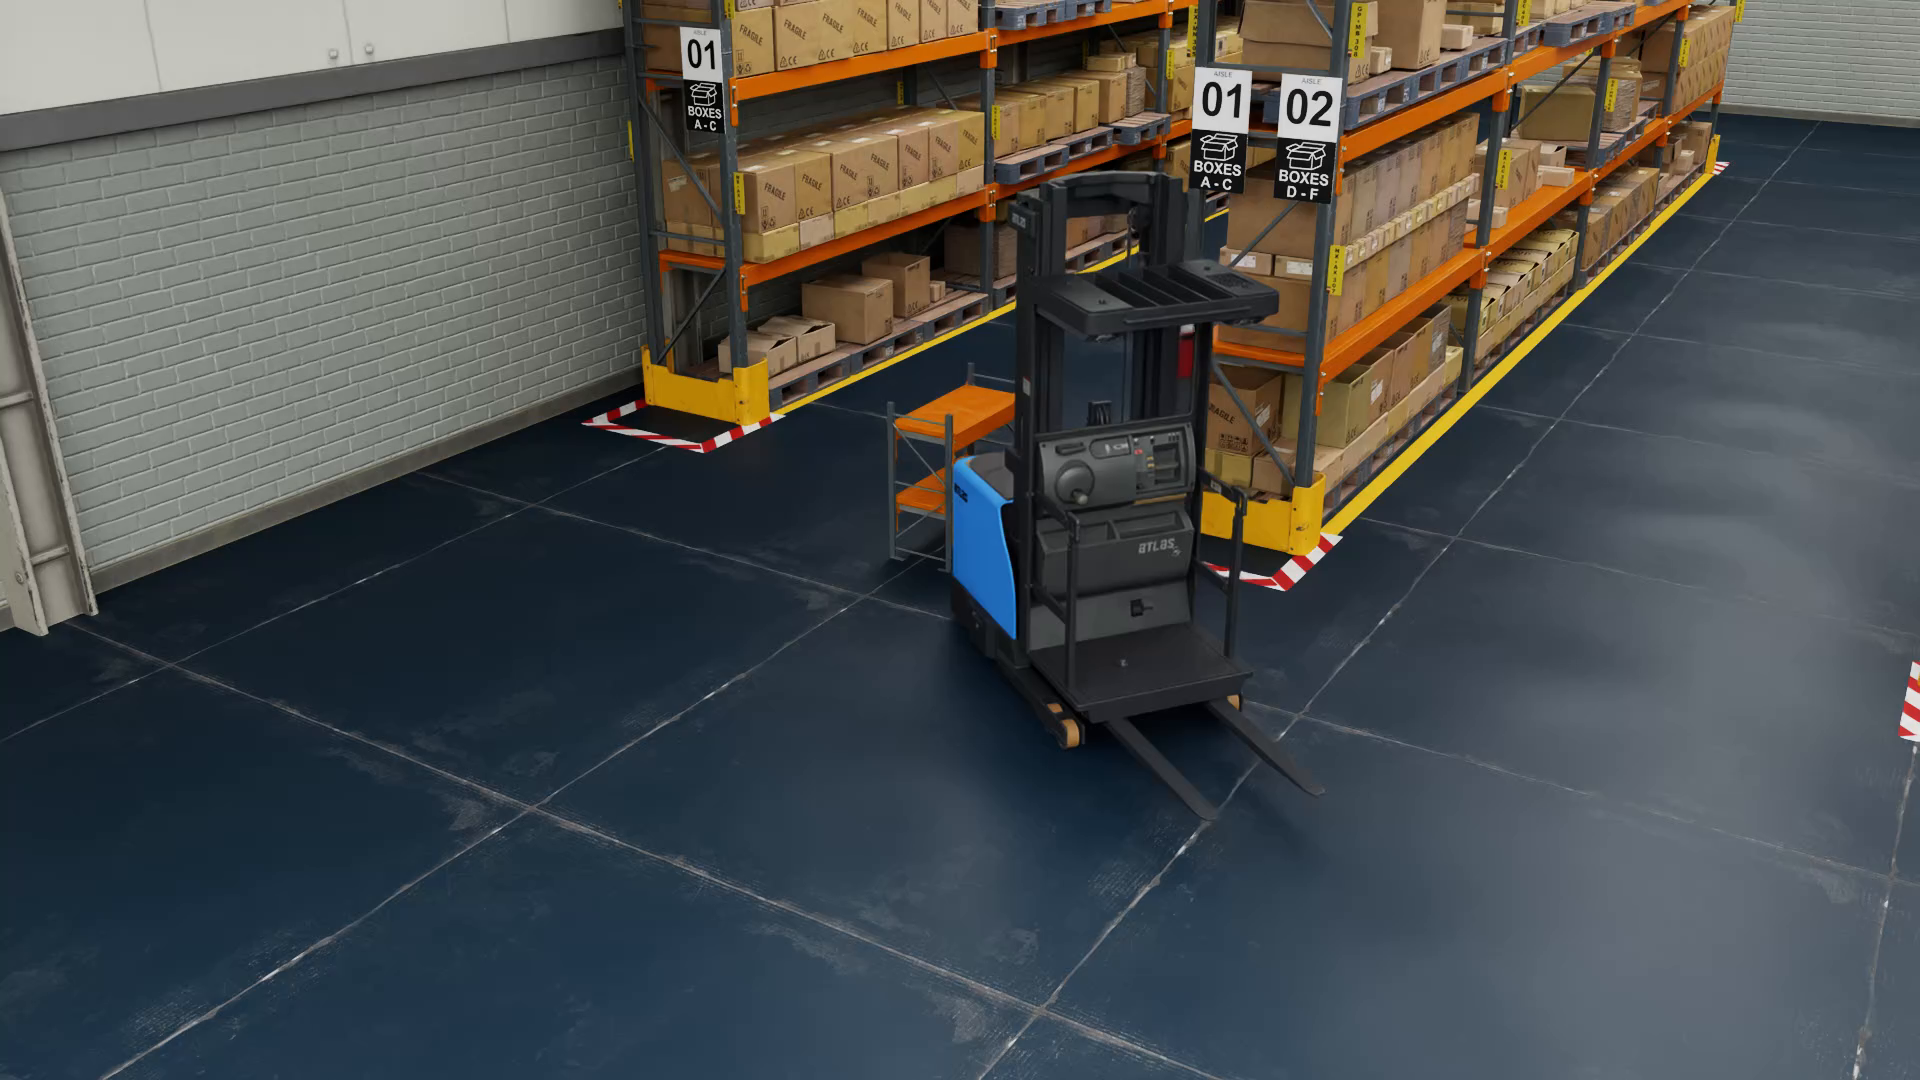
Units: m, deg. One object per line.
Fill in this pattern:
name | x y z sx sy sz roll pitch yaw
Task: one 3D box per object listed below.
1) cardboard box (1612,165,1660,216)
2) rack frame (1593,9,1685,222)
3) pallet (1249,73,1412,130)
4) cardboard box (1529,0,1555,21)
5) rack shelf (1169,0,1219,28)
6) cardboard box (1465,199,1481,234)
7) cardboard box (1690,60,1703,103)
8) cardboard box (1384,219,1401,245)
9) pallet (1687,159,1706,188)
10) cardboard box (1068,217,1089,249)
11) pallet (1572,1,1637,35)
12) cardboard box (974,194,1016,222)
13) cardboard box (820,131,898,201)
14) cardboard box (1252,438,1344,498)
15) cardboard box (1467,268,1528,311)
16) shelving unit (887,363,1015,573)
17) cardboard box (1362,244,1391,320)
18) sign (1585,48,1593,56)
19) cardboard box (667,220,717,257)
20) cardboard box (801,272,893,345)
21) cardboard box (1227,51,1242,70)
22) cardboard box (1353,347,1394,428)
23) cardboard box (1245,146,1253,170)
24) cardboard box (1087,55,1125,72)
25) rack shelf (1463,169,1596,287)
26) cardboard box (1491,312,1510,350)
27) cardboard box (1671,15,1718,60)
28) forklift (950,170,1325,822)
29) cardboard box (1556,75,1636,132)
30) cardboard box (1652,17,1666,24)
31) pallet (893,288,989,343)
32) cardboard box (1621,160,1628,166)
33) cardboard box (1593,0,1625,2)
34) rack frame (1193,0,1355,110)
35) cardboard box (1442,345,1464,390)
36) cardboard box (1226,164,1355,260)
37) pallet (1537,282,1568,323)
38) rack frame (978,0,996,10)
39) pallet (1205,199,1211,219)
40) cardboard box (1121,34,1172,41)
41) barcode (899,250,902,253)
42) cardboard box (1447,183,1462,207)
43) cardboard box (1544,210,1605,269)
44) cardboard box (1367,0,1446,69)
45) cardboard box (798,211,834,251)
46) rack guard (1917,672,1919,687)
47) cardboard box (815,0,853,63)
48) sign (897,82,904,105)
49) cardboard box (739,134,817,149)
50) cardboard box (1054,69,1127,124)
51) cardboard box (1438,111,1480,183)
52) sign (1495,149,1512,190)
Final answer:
cardboard box | 8.298 -4.324 20.555 0.500 0.500 0.500 14 27 29
rack frame | 8.315 -5.496 20.669 1.000 3.000 0.127 14 27 29
pallet | 2.380 -3.015 11.274 1.003 0.211 1.213 14 27 29
cardboard box | 5.155 -4.928 15.243 0.500 0.250 0.500 11 26 25
rack shelf | 3.049 -6.904 21.052 1.077 0.370 4.000 14 27 29
cardboard box | 4.317 -2.902 14.867 0.500 0.250 0.500 16 28 32
cardboard box | 9.348 -5.998 21.704 0.500 0.500 0.500 14 27 29
cardboard box | 3.052 -2.311 12.371 0.380 0.149 0.250 13 27 28
pallet | 9.965 -5.271 23.660 1.003 0.211 1.213 14 27 29
cardboard box | 1.050 -3.660 19.022 0.700 0.500 0.500 14 27 29
pallet | 5.923 -5.188 16.420 1.213 0.211 1.003 15 28 31
cardboard box | 0.488 -3.632 18.014 0.500 0.250 0.500 13 27 28
cardboard box | -0.909 -3.379 15.000 0.500 0.500 0.500 15 27 31
cardboard box | 2.457 -0.511 12.086 0.500 0.250 0.500 14 27 29
cardboard box | 5.065 -2.414 15.777 0.500 0.311 0.500 13 27 27
shelving unit | 0.004 -0.518 11.532 0.538 1.125 1.048 14 27 29
cardboard box | 2.782 -1.991 12.447 0.700 0.500 0.500 14 27 29
sign | 7.850 -6.004 20.754 0.100 0.325 0.005 14 27 29
cardboard box | -2.144 -2.621 14.192 0.500 0.250 0.500 14 27 30
cardboard box | -1.054 -2.181 15.605 0.700 0.500 0.500 12 26 26
cardboard box | 3.283 -6.004 21.317 0.500 0.500 0.500 15 27 30
cardboard box | 2.972 -1.195 12.724 0.500 0.500 0.500 14 27 29
cardboard box | 3.406 -5.191 22.143 0.750 0.750 0.750 15 27 31
cardboard box | 1.681 -5.493 19.168 0.380 0.149 0.250 9 25 20
rack shelf | 5.150 -3.140 16.134 1.077 0.370 4.000 14 27 29
cardboard box | 4.789 -1.983 15.487 0.500 0.250 0.500 15 27 30
cardboard box | 9.617 -6.622 21.888 0.500 0.500 0.500 15 27 31
forklift | 0.951 -0.389 8.960 1.130 2.935 3.031 -9 25 -20
cardboard box | 7.086 -4.889 18.613 0.700 0.500 0.500 20 31 39
cardboard box | 8.896 -6.569 21.763 0.500 0.500 0.500 14 27 29
pallet | -0.440 -2.319 16.840 1.003 0.211 1.213 14 27 29
cardboard box | 8.374 -4.802 21.660 0.500 0.500 0.500 14 27 29
cardboard box | 6.406 -5.722 17.291 0.910 0.500 0.500 14 27 29
rack frame | 1.985 -4.199 10.121 1.000 3.000 0.127 14 27 29
cardboard box | 4.036 -1.524 14.427 0.500 0.250 0.500 14 27 29
cardboard box | 2.270 -2.259 11.435 0.700 0.500 0.500 14 27 29
pallet | 5.737 -2.596 17.481 1.003 0.211 1.213 14 27 29
rack frame | -0.116 -6.585 15.635 1.000 3.000 0.127 14 27 29
pallet | 2.474 -4.153 21.078 1.003 0.211 1.213 14 27 29
cardboard box | 2.290 -6.100 20.595 0.500 0.250 0.500 13 27 27
barcode | -0.604 -2.902 16.868 0.001 0.075 0.075 14 27 29
cardboard box | 3.865 -2.830 13.570 0.380 0.149 0.250 13 27 27
cardboard box | 6.688 -3.294 18.176 0.500 0.500 0.500 15 28 31
cardboard box | 3.093 -3.628 11.749 0.500 0.500 0.500 14 27 29
cardboard box | -1.437 -2.699 14.373 0.500 0.250 0.500 13 27 27
rack guard | 6.191 0.705 9.491 1.175 0.500 0.348 14 27 29
cardboard box | -1.253 -4.324 14.036 0.500 0.500 0.500 15 28 31
sign | -0.589 -4.479 16.863 0.100 0.325 0.005 14 27 29
cardboard box | -1.615 -3.314 14.848 0.500 0.500 0.500 13 27 28
cardboard box | 1.483 -5.075 19.018 0.700 0.500 0.500 11 26 24
cardboard box | 3.866 -3.286 13.805 0.700 0.500 0.500 14 27 29
sign | 4.567 -3.113 13.977 0.100 0.325 0.005 14 27 29
